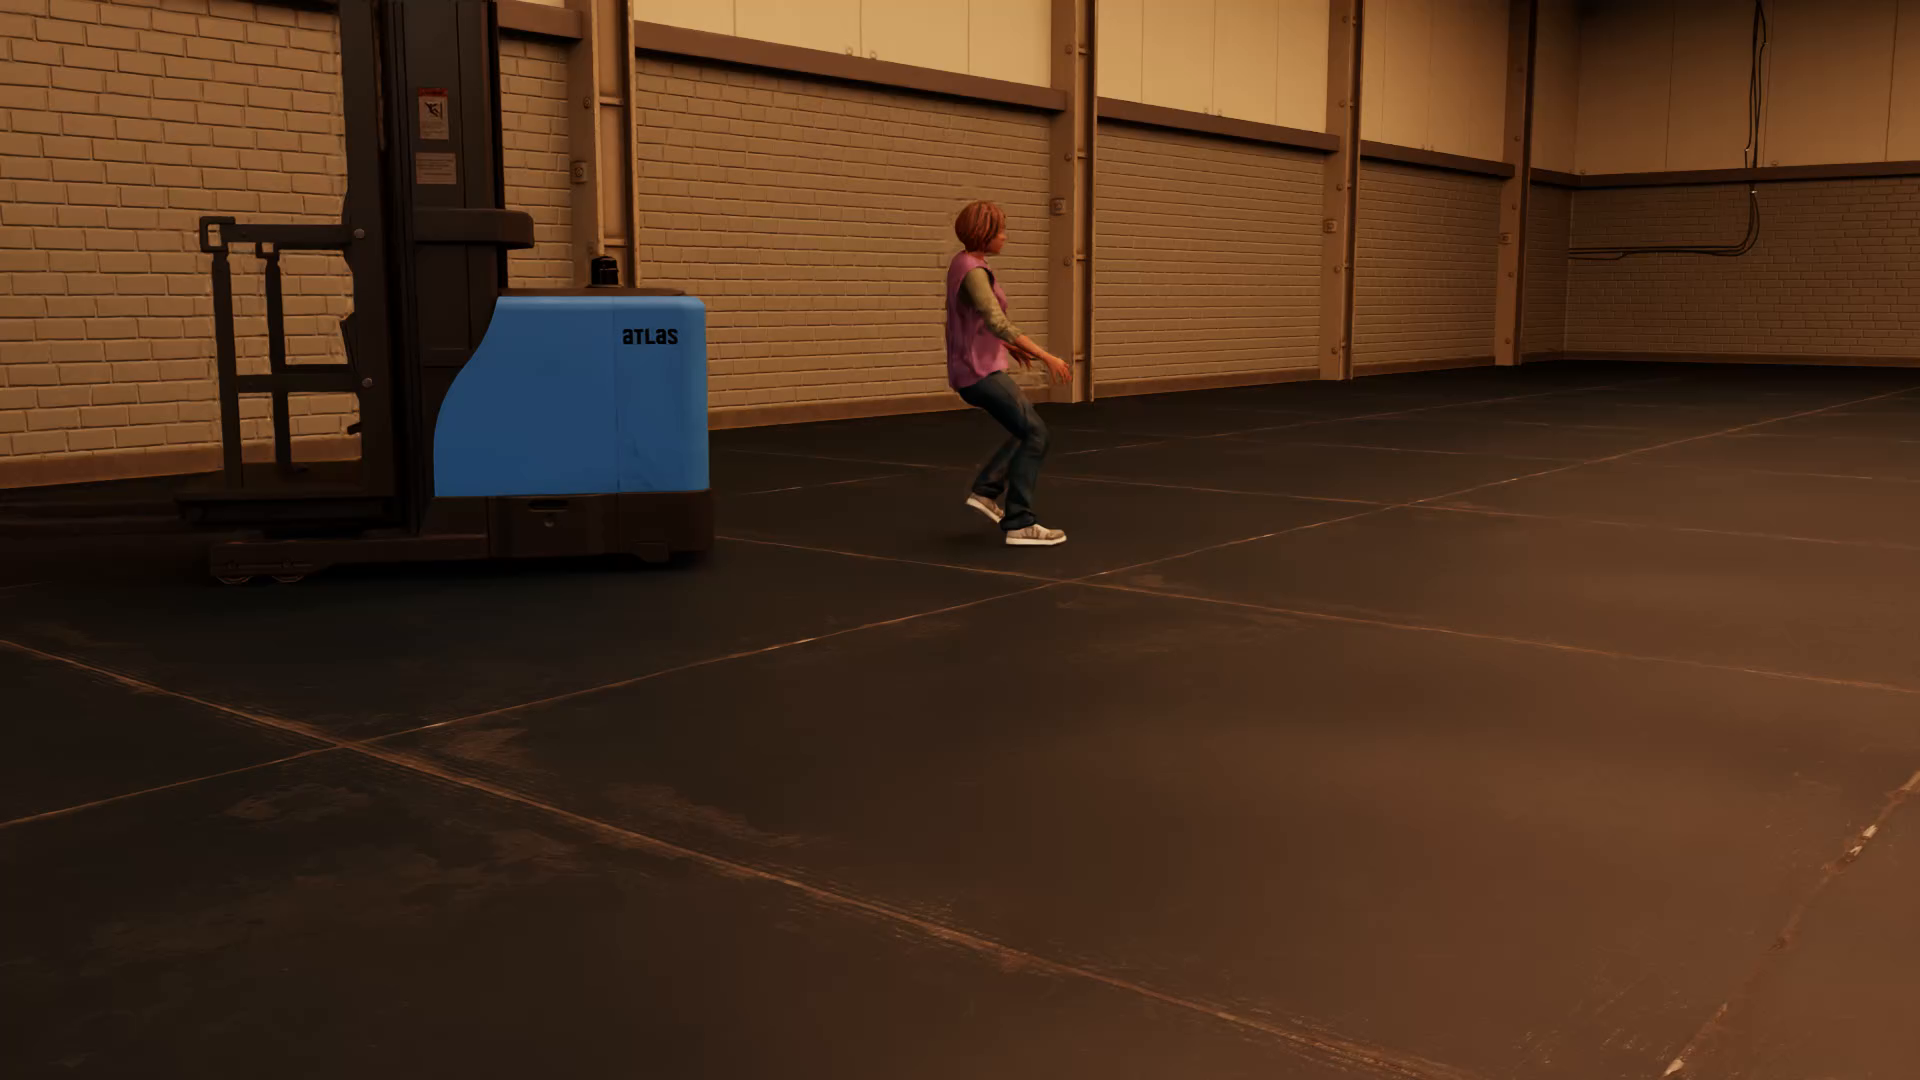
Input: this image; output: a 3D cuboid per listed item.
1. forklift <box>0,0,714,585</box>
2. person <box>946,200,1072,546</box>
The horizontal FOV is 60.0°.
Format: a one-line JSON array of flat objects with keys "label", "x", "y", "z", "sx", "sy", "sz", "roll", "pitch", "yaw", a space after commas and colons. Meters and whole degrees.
[{"label": "forklift", "x": -2.563, "y": -1.365, "z": 6.610, "sx": 3.031, "sy": 2.935, "sz": 1.130, "roll": -2, "pitch": 9, "yaw": -12}, {"label": "person", "x": 0.200, "y": -0.741, "z": 7.324, "sx": 0.517, "sy": 1.480, "sz": 0.669, "roll": 0, "pitch": 8, "yaw": -3}]
